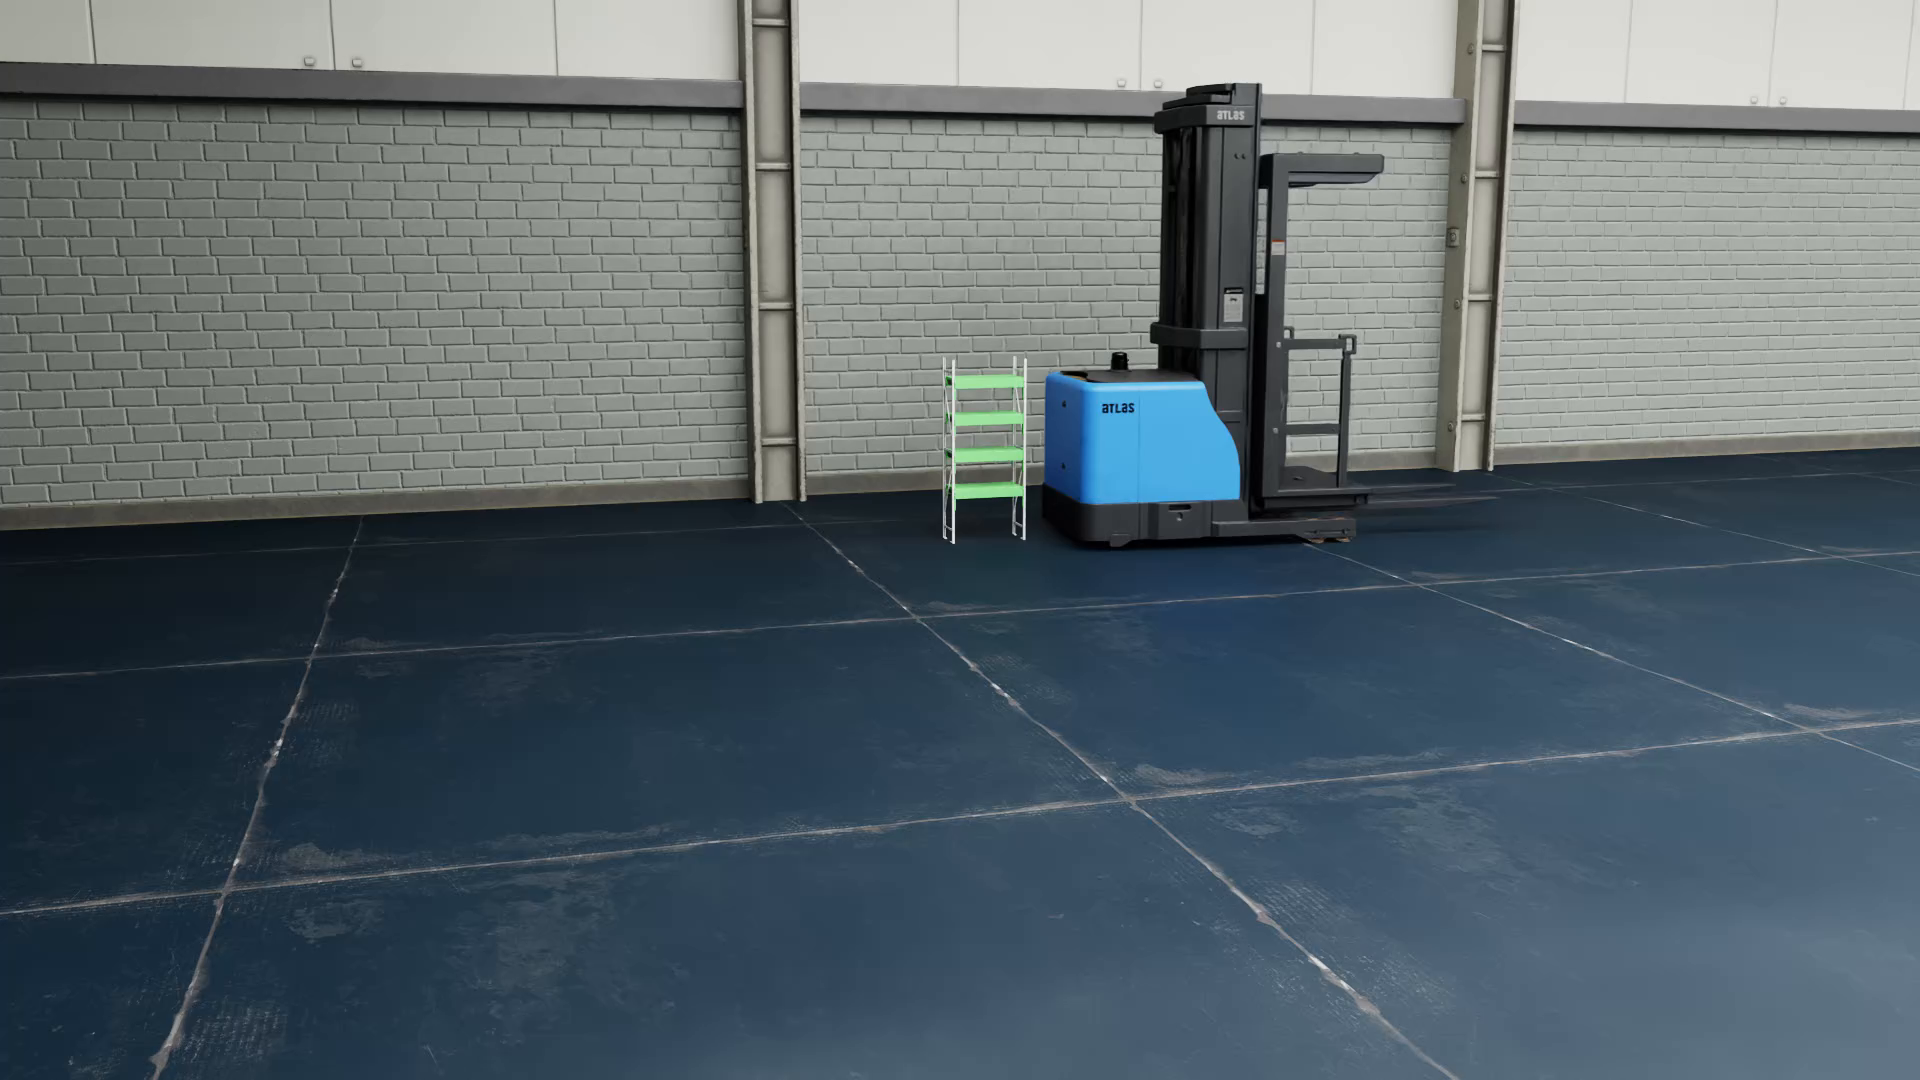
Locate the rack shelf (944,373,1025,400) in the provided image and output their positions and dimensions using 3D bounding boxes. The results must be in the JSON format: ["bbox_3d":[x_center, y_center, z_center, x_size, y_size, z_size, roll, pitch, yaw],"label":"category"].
[{"bbox_3d":[0.159,-1.008,10.908,0.480,0.148,0.258,-3,11,-16],"label":"rack shelf"}]

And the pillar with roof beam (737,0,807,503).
[{"bbox_3d":[-0.196,-3.992,7.875,0.400,9.000,9.100,-3,11,-16],"label":"pillar with roof beam"}]

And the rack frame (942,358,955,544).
[{"bbox_3d":[-0.075,-0.586,10.916,0.015,1.200,0.240,-3,11,-16],"label":"rack frame"}]

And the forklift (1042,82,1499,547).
[{"bbox_3d":[2.140,-1.509,11.149,3.031,2.935,1.130,-2,11,-12],"label":"forklift"}]

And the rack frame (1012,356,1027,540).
[{"bbox_3d":[0.393,-0.611,11.050,0.015,1.200,0.240,-3,11,-16],"label":"rack frame"}]

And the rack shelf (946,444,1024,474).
[{"bbox_3d":[0.159,-0.536,10.995,0.480,0.148,0.258,-3,11,-16],"label":"rack shelf"}]

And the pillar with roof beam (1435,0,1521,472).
[{"bbox_3d":[5.565,-4.295,9.524,0.400,9.000,9.100,-3,11,-16],"label":"pillar with roof beam"}]

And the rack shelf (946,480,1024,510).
[{"bbox_3d":[0.159,-0.300,11.038,0.480,0.148,0.258,-3,11,-16],"label":"rack shelf"}]

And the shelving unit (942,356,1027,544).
[{"bbox_3d":[0.159,-0.598,10.983,0.503,1.200,0.258,-3,11,-16],"label":"shelving unit"}]

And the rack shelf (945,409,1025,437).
[{"bbox_3d":[0.159,-0.772,10.951,0.480,0.148,0.258,-3,11,-16],"label":"rack shelf"}]
